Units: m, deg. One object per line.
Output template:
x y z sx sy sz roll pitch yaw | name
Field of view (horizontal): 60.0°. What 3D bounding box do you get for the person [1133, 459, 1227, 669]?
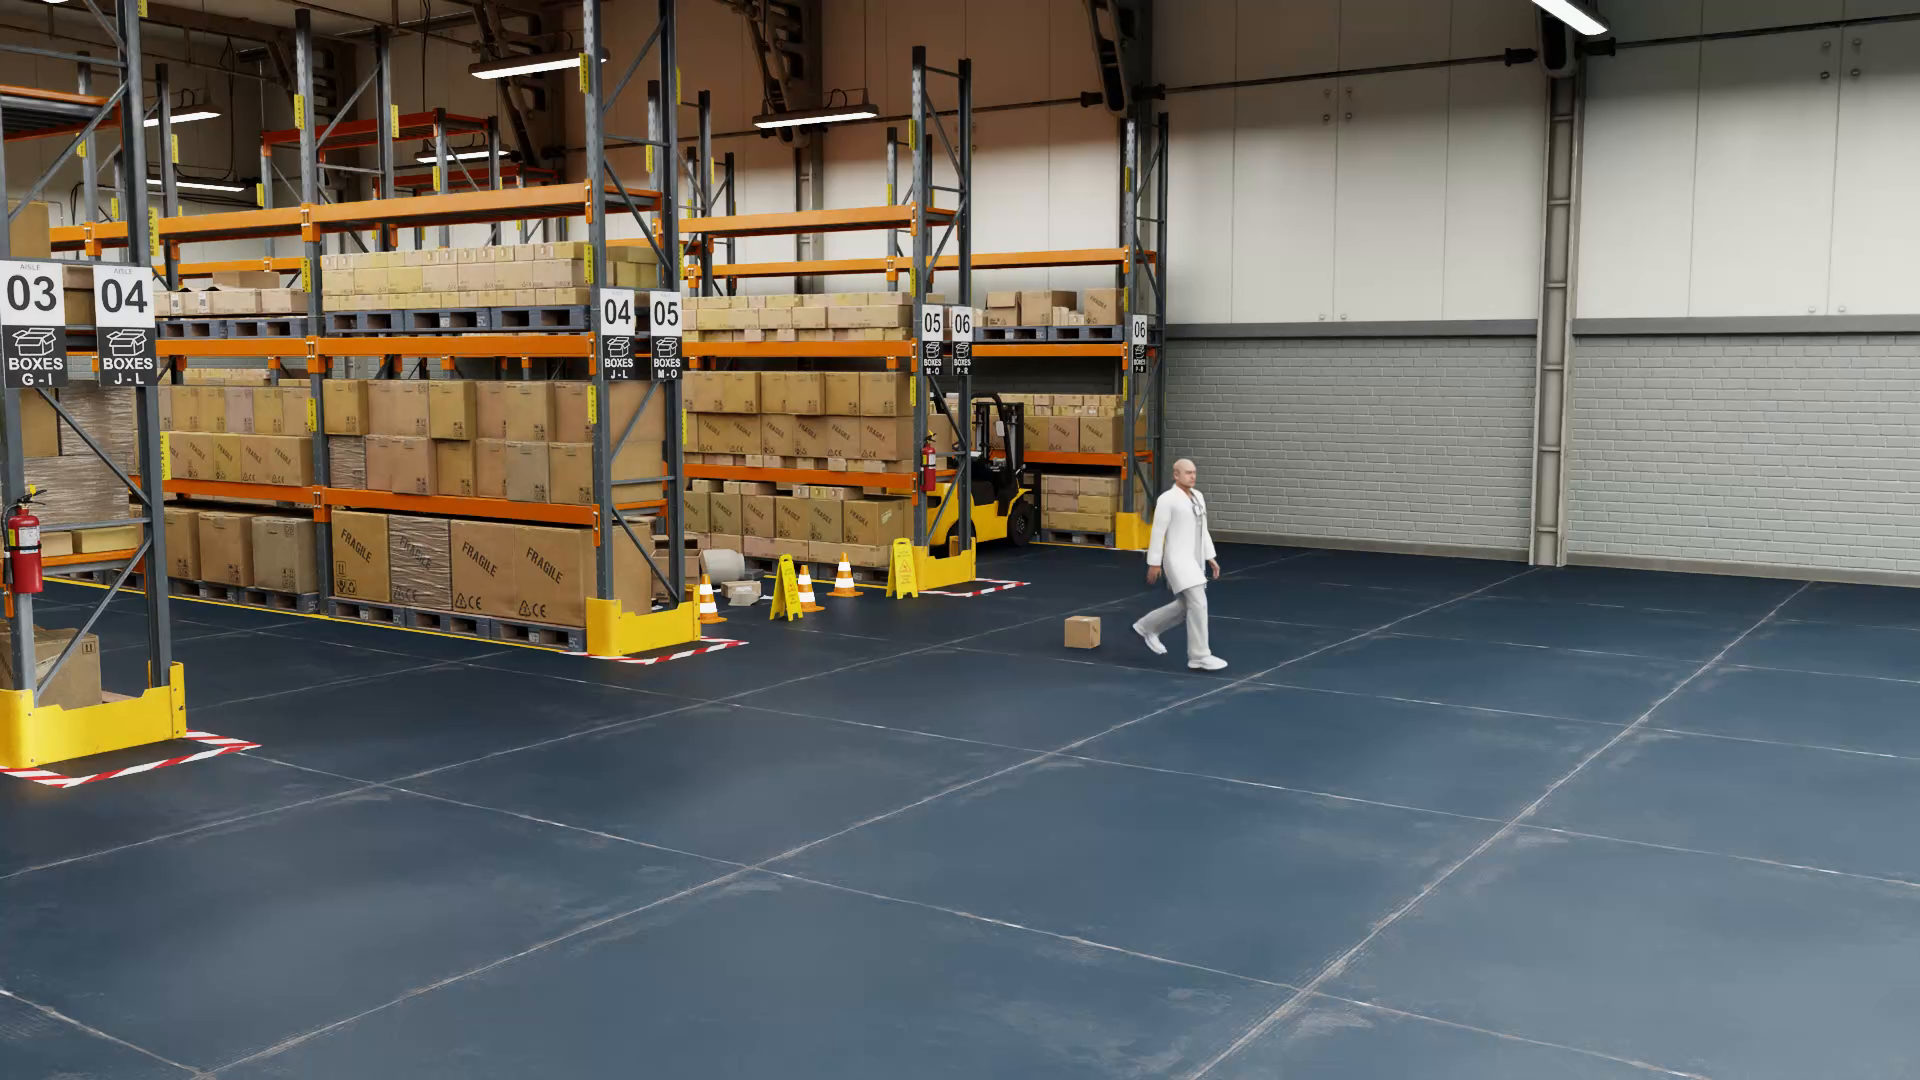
1.851 0.182 14.006 1.009 1.740 0.605 5 8 40 | person
